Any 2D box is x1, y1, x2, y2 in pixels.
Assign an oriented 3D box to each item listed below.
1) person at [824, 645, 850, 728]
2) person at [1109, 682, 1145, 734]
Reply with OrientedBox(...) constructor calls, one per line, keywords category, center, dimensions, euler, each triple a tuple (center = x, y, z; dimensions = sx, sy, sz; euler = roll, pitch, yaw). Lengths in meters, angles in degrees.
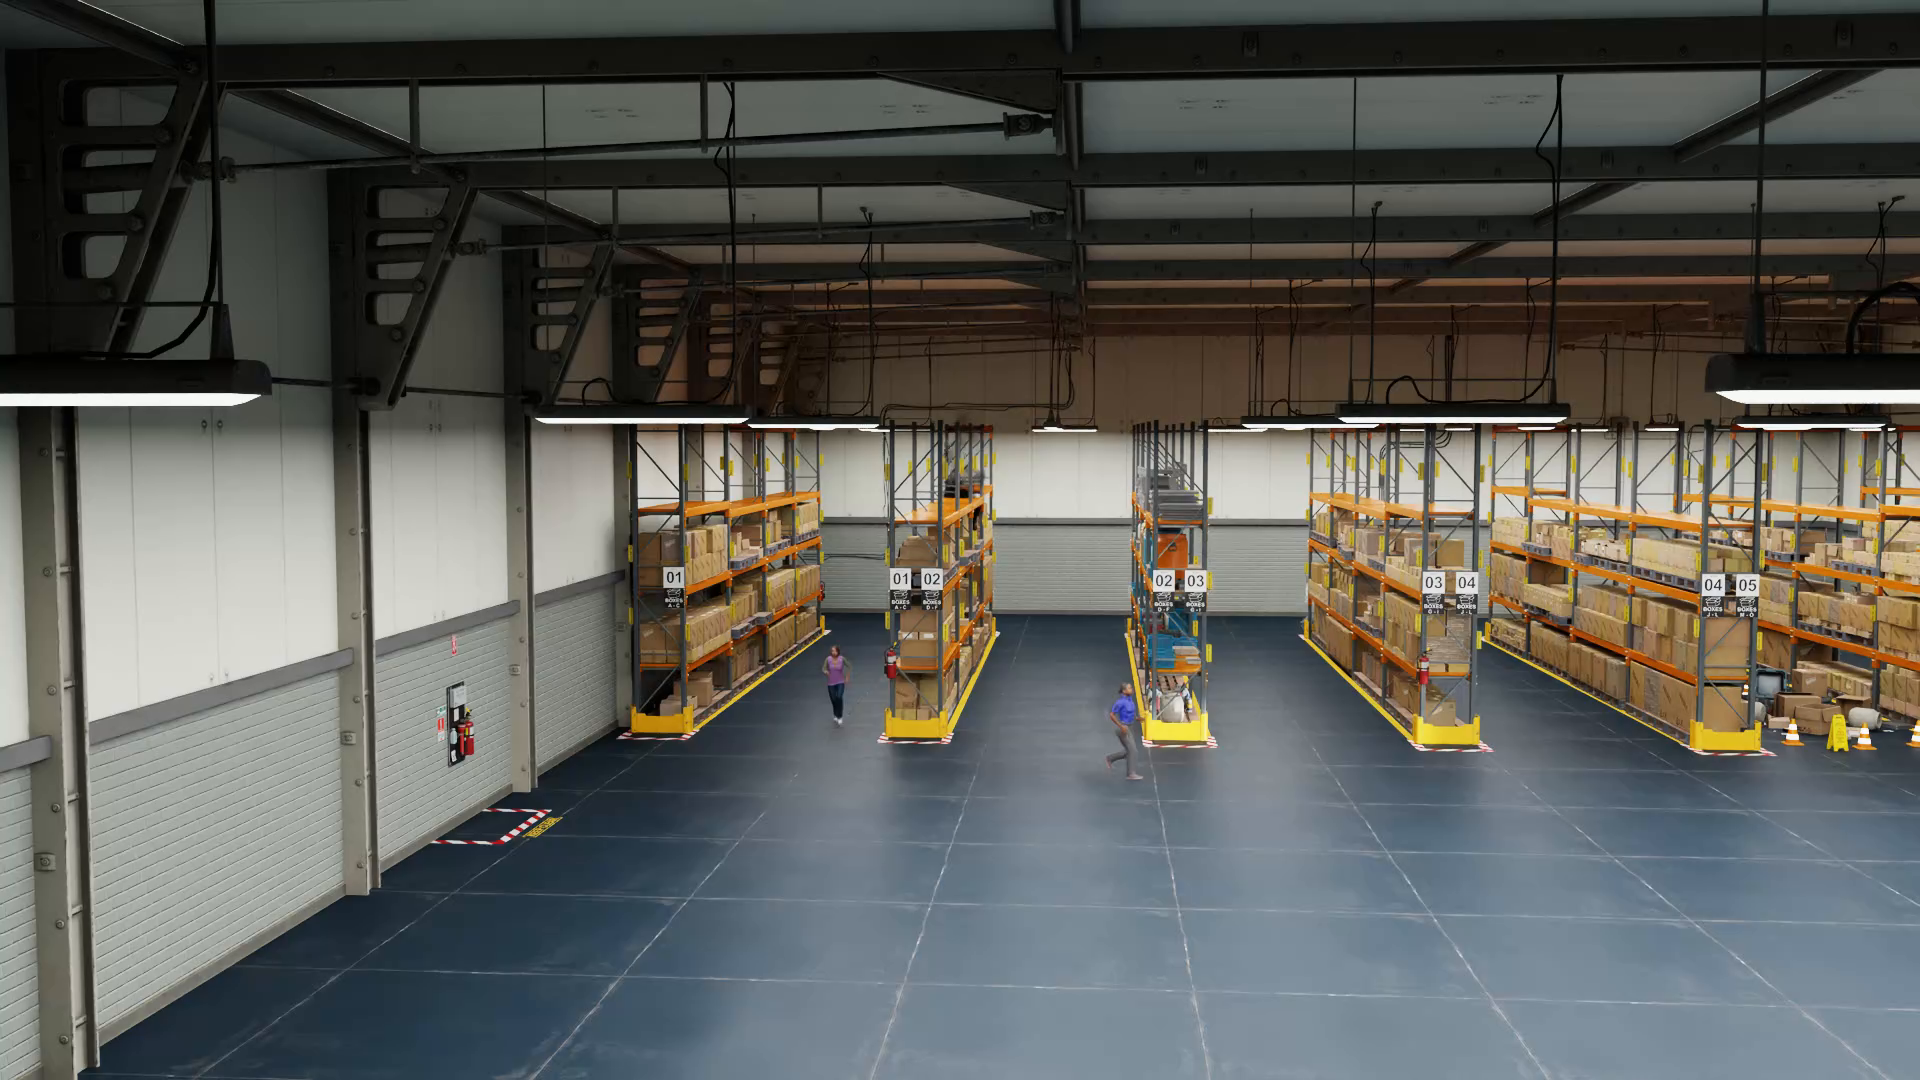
OrientedBox(category="person", center=(-2.441, 2.862, 32.752), dimensions=(0.528, 1.610, 0.747), euler=(0, 4, 5))
OrientedBox(category="person", center=(2.803, 2.775, 27.529), dimensions=(0.504, 0.841, 0.576), euler=(2, 4, 27))
